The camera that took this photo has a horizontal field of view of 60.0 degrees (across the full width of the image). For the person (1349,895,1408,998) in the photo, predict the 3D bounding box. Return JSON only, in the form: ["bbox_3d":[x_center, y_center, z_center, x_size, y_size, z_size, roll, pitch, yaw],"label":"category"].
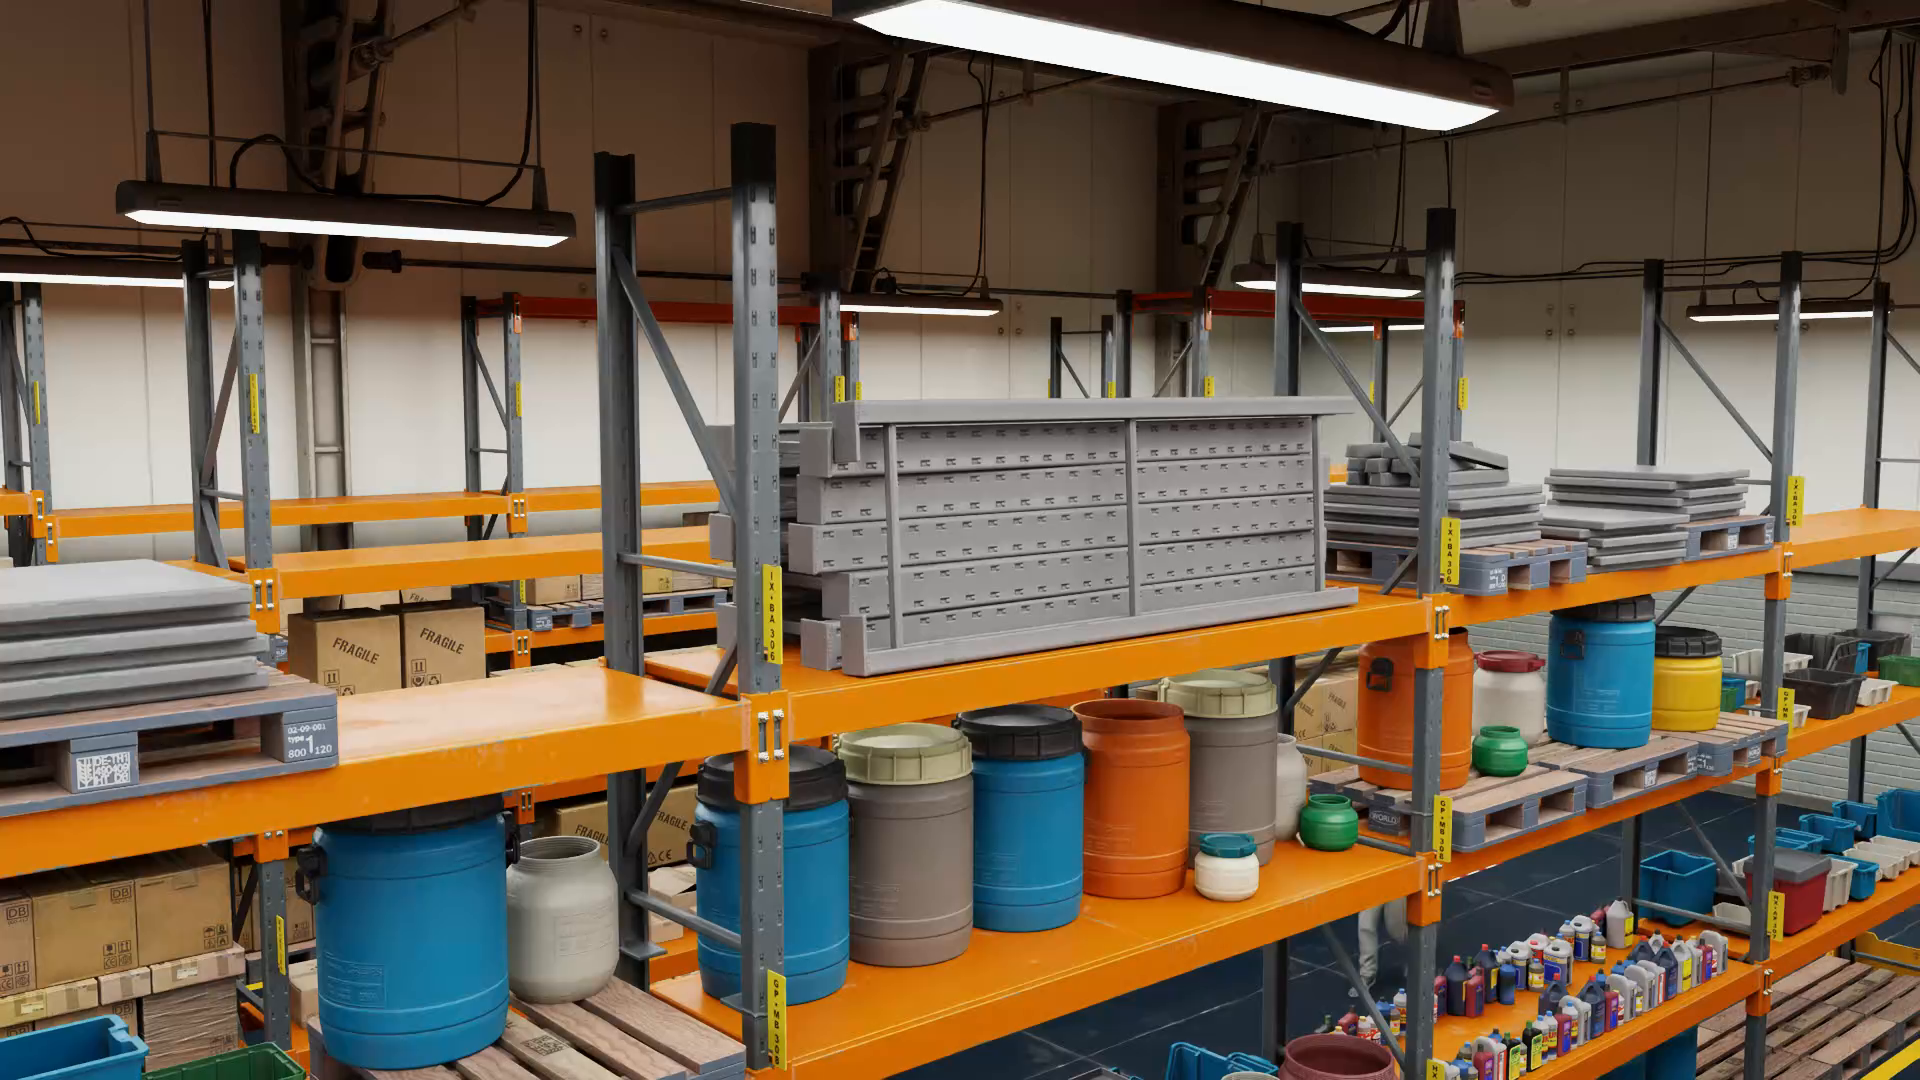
[{"bbox_3d":[3.642,2.944,14.199,0.680,1.796,0.863,5,7,43],"label":"person"}]
